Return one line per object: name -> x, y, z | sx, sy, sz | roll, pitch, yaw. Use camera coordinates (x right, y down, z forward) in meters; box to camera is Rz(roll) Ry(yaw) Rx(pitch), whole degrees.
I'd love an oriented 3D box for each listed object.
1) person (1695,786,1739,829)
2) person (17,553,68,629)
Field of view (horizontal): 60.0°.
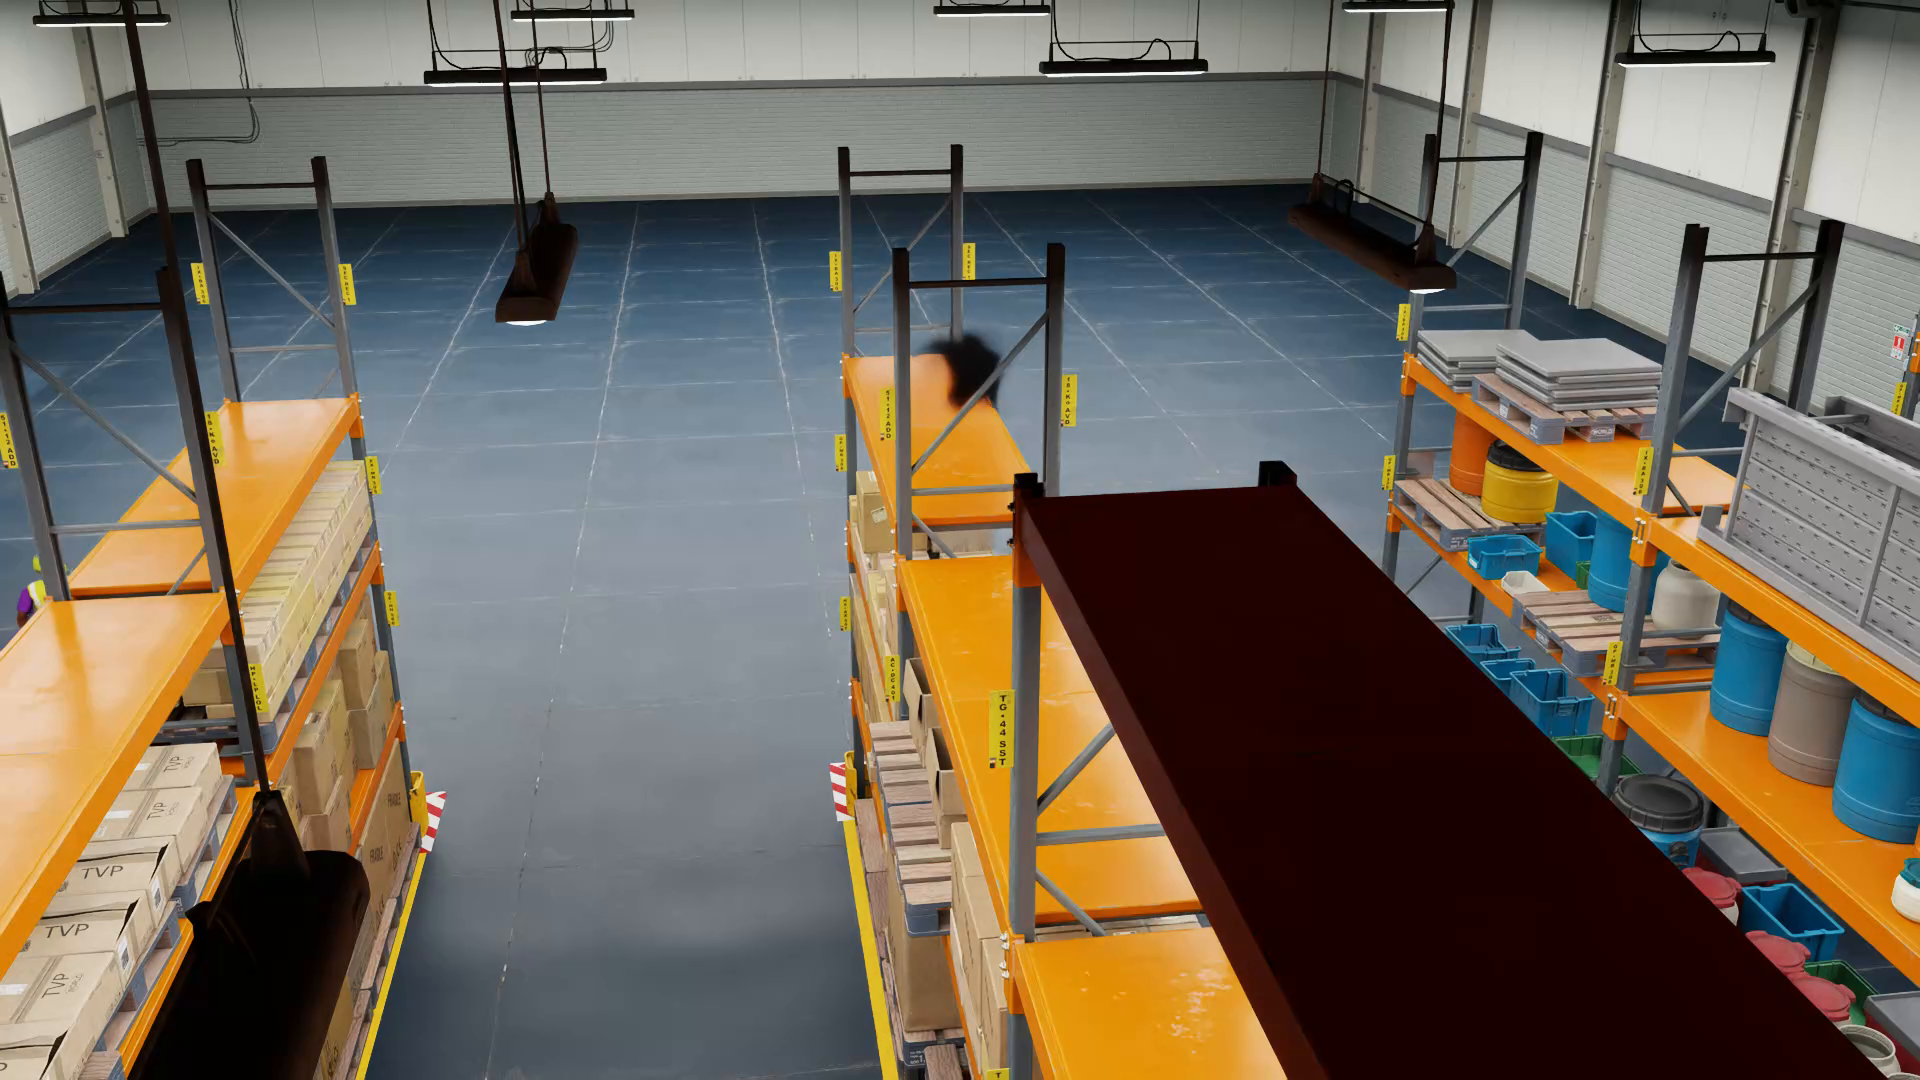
person -> 6.773, 1.875, 14.629 | 0.552, 1.718, 0.789 | -6, 22, -15
person -> -9.058, 0.929, 16.826 | 0.741, 1.744, 0.992 | -9, 23, -22
